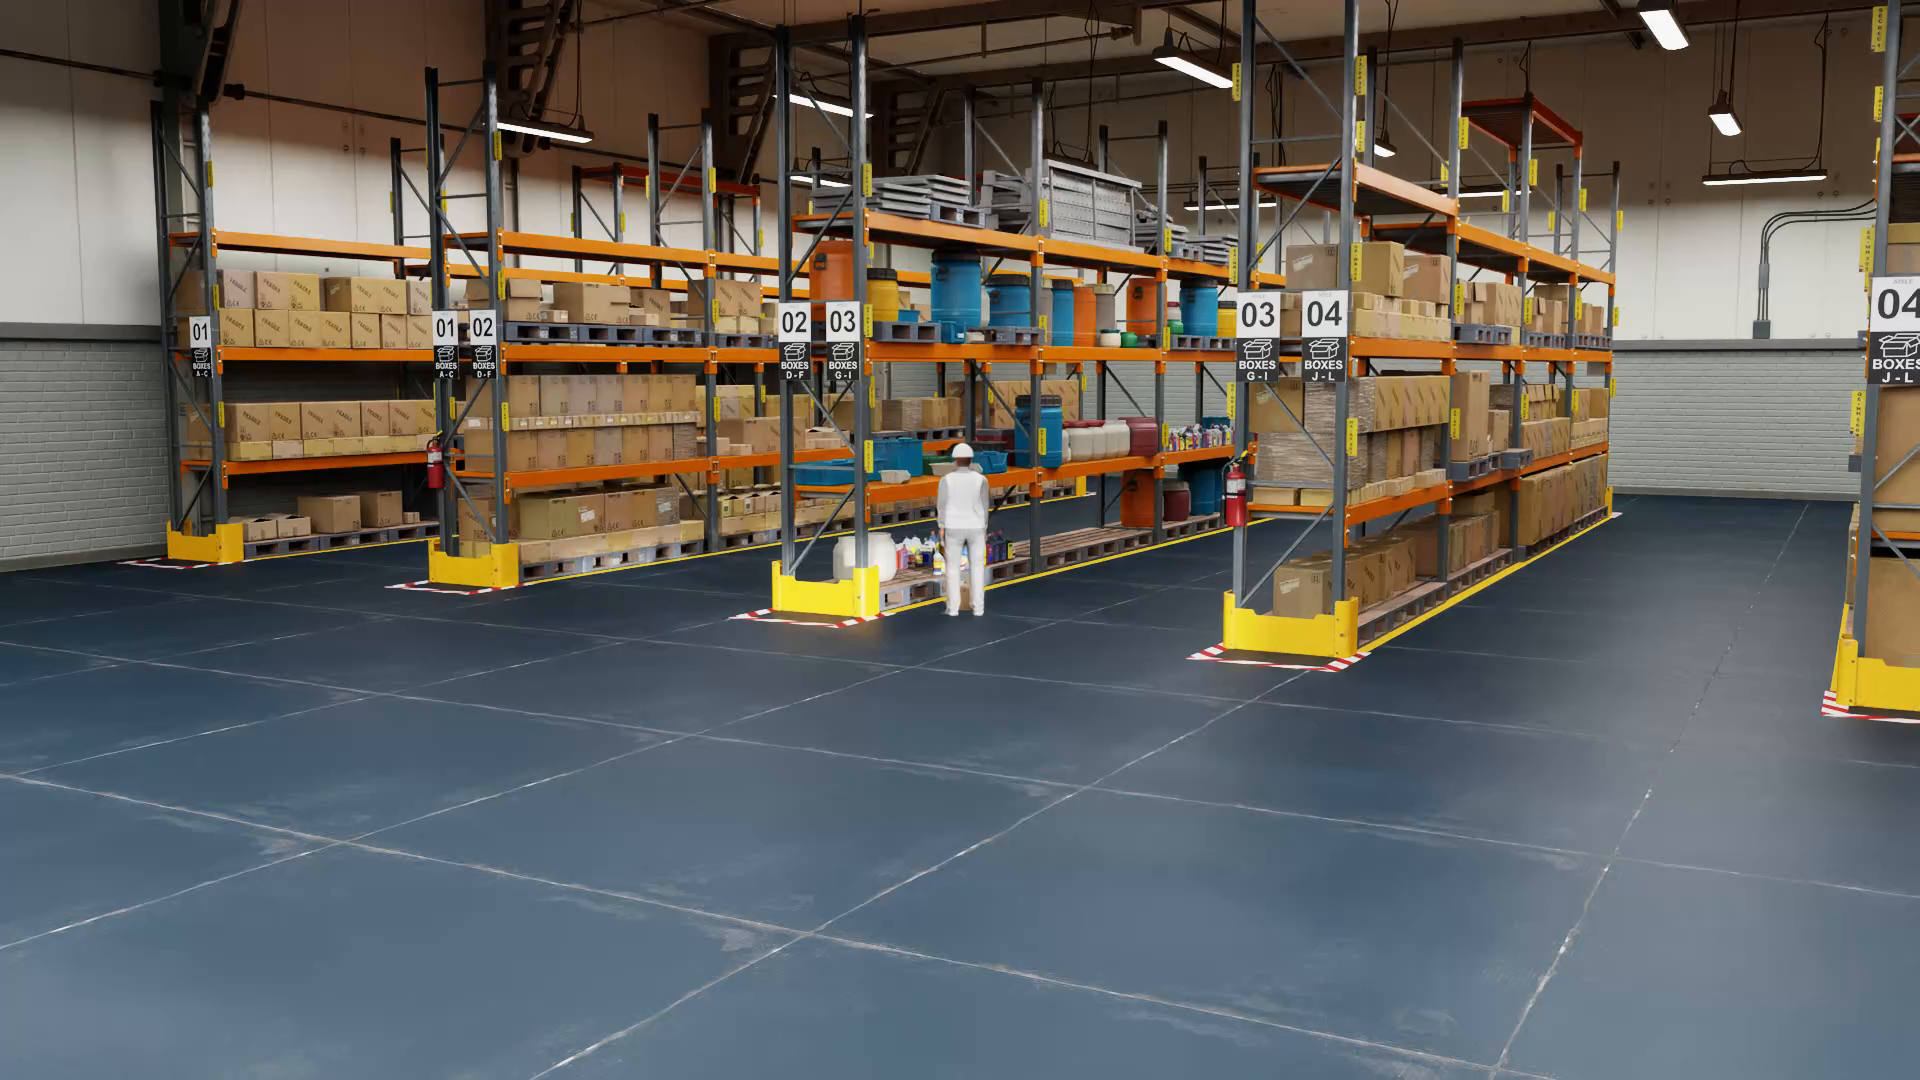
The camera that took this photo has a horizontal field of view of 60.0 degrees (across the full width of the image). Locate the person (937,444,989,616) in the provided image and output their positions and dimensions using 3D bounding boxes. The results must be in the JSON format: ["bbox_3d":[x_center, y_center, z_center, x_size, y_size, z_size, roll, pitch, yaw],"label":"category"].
[{"bbox_3d":[0.029,-0.107,17.100,0.534,1.764,0.356,0,6,-3],"label":"person"}]
